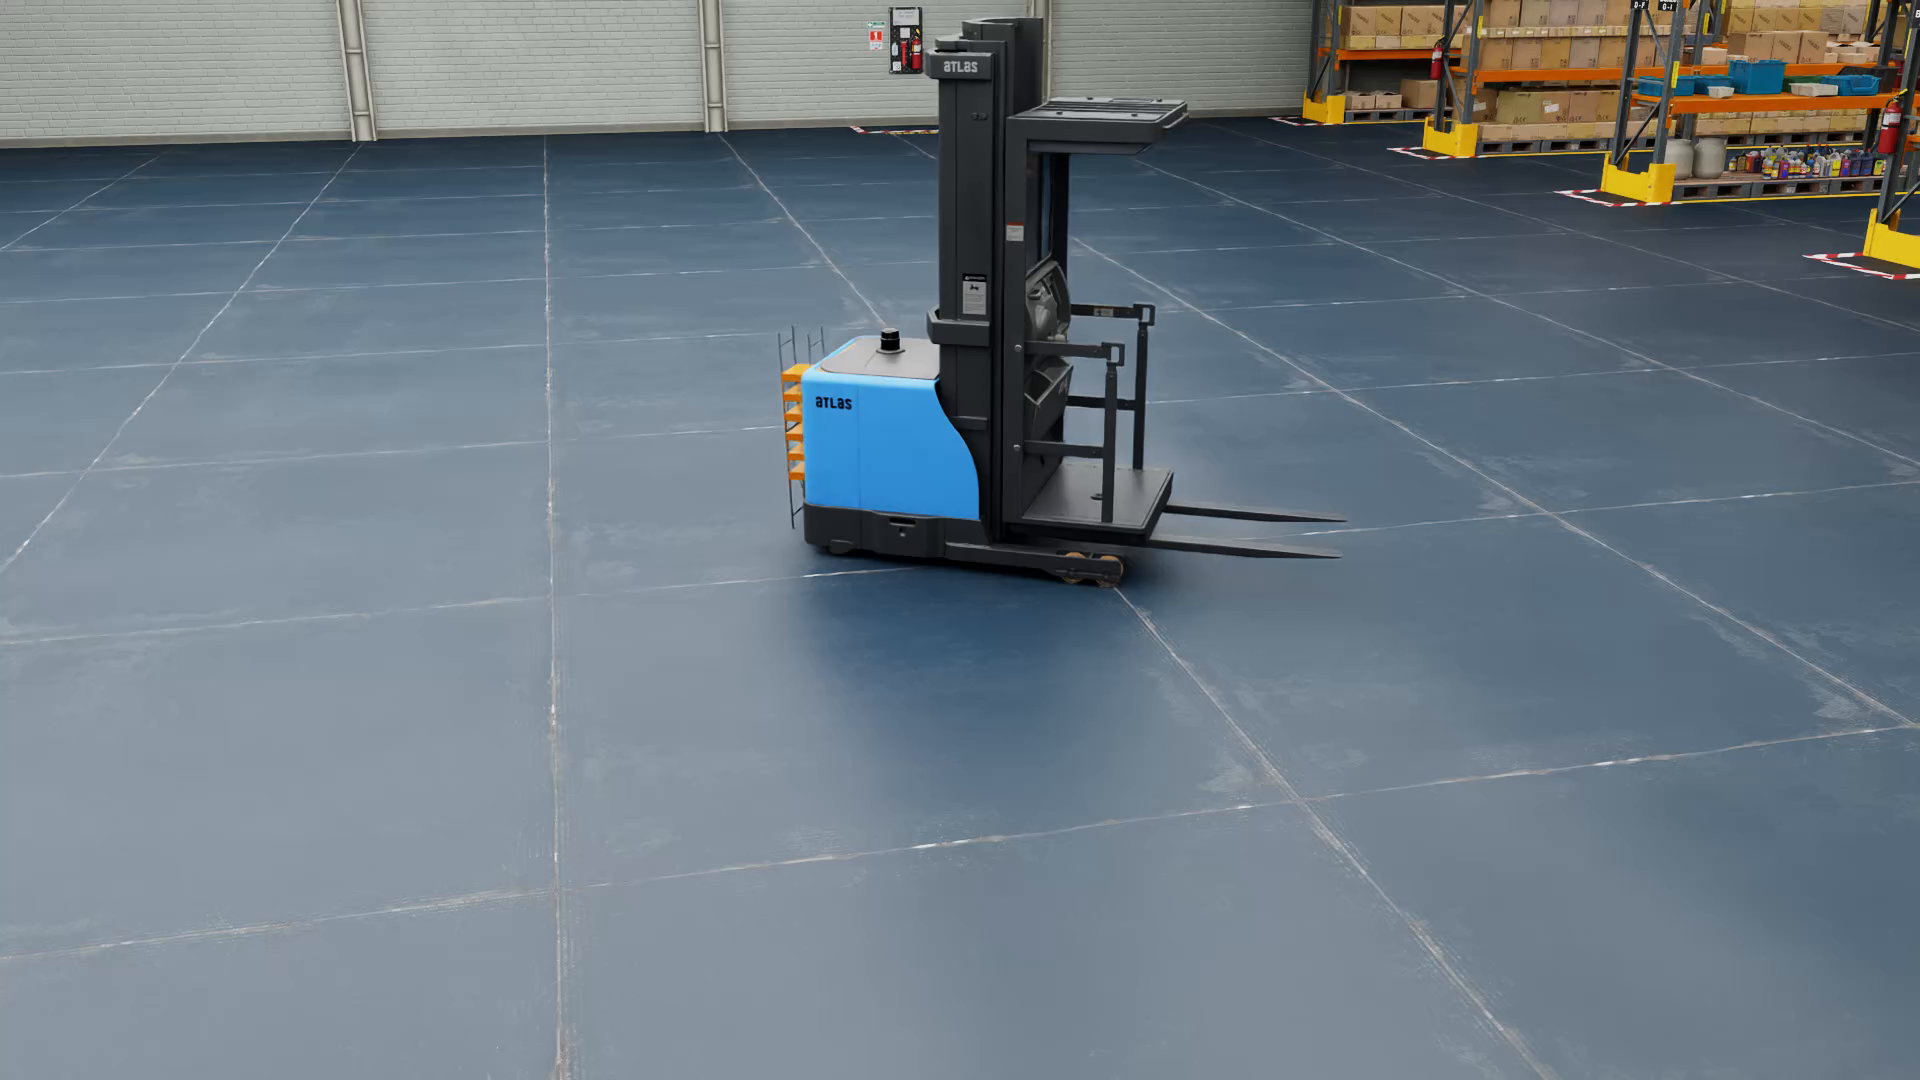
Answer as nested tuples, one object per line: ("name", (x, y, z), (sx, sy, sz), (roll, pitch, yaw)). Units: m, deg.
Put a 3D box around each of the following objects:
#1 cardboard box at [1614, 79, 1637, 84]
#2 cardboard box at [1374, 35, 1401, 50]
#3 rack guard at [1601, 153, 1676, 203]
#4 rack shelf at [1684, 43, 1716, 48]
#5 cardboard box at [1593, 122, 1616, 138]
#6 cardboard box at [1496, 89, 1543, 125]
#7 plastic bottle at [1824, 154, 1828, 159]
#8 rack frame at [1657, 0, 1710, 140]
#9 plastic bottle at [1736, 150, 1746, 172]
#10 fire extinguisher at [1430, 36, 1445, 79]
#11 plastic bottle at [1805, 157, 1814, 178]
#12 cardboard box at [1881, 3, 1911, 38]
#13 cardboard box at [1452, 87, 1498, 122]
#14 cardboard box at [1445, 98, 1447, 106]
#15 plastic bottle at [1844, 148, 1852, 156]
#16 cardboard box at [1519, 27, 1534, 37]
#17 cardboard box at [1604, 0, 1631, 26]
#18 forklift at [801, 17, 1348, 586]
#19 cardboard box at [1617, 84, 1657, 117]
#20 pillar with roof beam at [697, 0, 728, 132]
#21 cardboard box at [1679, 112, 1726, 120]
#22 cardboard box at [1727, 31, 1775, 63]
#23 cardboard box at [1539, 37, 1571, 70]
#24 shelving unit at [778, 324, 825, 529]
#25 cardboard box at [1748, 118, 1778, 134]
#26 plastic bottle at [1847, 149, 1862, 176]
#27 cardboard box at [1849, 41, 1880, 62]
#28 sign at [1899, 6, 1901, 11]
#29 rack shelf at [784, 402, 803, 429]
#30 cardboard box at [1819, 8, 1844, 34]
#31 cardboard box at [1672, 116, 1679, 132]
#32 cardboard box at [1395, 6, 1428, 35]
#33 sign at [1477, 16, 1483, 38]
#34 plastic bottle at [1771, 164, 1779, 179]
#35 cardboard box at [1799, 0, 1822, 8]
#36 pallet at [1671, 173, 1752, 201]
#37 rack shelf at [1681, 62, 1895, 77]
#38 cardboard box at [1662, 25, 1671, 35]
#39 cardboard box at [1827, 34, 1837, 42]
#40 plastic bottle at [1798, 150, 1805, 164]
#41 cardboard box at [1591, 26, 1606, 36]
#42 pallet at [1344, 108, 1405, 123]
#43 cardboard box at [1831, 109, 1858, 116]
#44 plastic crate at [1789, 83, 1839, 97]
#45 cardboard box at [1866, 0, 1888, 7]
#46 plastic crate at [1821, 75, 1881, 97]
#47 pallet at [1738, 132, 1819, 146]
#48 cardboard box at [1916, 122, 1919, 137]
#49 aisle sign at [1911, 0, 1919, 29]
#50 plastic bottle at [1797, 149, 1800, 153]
("cardboard box", (12.902, -8.909, 32.768), (0.500, 0.500, 0.700), (-5, 21, -13))
("cardboard box", (7.860, -9.285, 30.989), (0.500, 0.250, 0.500), (-5, 21, -14))
("rack guard", (9.153, -4.899, 22.463), (0.348, 0.500, 1.175), (-5, 21, -12))
("rack shelf", (12.649, -9.505, 32.447), (4.000, 0.370, 1.077), (-5, 21, -12))
("cardboard box", (10.474, -6.742, 27.245), (0.500, 0.250, 0.500), (-5, 21, -12))
("cardboard box", (9.013, -6.976, 26.795), (0.500, 0.500, 0.500), (-5, 21, -12))
("plastic bottle", (11.873, -5.143, 22.804), (0.133, 0.283, 0.061), (-5, 21, -12))
("rack frame", (11.847, -8.026, 27.365), (0.127, 3.000, 1.000), (-5, 21, -12))
("plastic bottle", (10.886, -5.290, 23.204), (0.133, 0.283, 0.061), (-4, 21, -11))
("fire extinguisher", (7.732, -7.820, 26.913), (0.183, 0.674, 0.296), (-5, 21, -12))
("plastic bottle", (11.554, -5.067, 22.614), (0.097, 0.271, 0.097), (0, 20, 0))
("cardboard box", (19.020, -10.496, 33.670), (0.700, 0.700, 0.980), (-4, 21, -12))
("cardboard box", (8.407, -7.110, 27.160), (0.500, 0.500, 0.500), (-5, 21, -12))
("cardboard box", (9.142, -8.432, 31.978), (0.250, 0.149, 0.380), (-6, 21, -17))
("plastic bottle", (12.572, -5.415, 23.563), (0.097, 0.271, 0.097), (0, 20, 0))
("cardboard box", (8.885, -8.061, 26.372), (0.250, 0.149, 0.380), (-5, 21, -12))
("cardboard box", (10.437, -8.565, 26.805), (0.500, 0.500, 0.700), (-5, 21, -12))
("forklift", (0.675, -1.325, 9.169), (3.031, 2.935, 1.130), (5, 21, 14))
("cardboard box", (11.323, -7.353, 27.823), (0.500, 0.500, 0.500), (-5, 21, -12))
("pillar with roof beam", (-3.395, -10.139, 24.410), (0.400, 9.000, 9.100), (-5, 21, -12))
("cardboard box", (12.306, -7.145, 27.531), (0.500, 0.311, 0.500), (-5, 21, -12))
("cardboard box", (13.110, -8.170, 27.613), (0.500, 0.500, 0.500), (-3, 20, -9))
("cardboard box", (9.406, -7.870, 26.792), (0.500, 0.500, 0.700), (-5, 21, -12))
("shelving unit", (-0.906, -0.663, 9.870), (0.189, 1.200, 0.258), (4, 20, 16))
("cardboard box", (13.297, -6.963, 27.850), (0.500, 0.250, 0.500), (-5, 21, -14))
("plastic bottle", (12.236, -5.168, 22.774), (0.185, 0.351, 0.144), (-6, 21, -15))
("cardboard box", (15.375, -8.287, 28.206), (0.500, 0.311, 0.500), (-3, 20, -9))
("sign", (18.623, -10.643, 32.940), (0.005, 0.325, 0.100), (-5, 21, -12))
("rack shelf", (-0.909, -0.734, 9.844), (0.180, 0.103, 0.258), (4, 20, 16))
("cardboard box", (17.112, -10.312, 32.997), (0.500, 0.500, 0.500), (-5, 21, -12))
("cardboard box", (12.183, -7.062, 28.120), (0.500, 0.250, 0.500), (-5, 21, -13))
("cardboard box", (8.332, -9.670, 30.952), (0.500, 0.500, 0.500), (-5, 21, -14))
("sign", (8.076, -7.967, 25.830), (0.005, 0.325, 0.100), (-5, 21, -12))
("plastic bottle", (11.027, -4.991, 22.508), (0.097, 0.201, 0.097), (0, 20, 0))
("cardboard box", (16.601, -10.625, 32.761), (0.500, 0.250, 0.500), (-5, 21, -14))
("pallet", (9.945, -4.826, 22.683), (1.213, 0.211, 1.003), (-5, 21, -12))
("rack shelf", (13.793, -7.847, 27.921), (4.000, 0.370, 1.077), (-5, 21, -12))
("cardboard box", (11.390, -8.266, 26.930), (0.250, 0.149, 0.380), (-5, 21, -14))
("cardboard box", (17.225, -10.016, 33.133), (0.250, 0.149, 0.380), (-5, 21, -12))
("plastic bottle", (11.784, -5.329, 23.329), (0.097, 0.271, 0.097), (0, 20, 0))
("cardboard box", (10.137, -8.163, 26.648), (0.250, 0.149, 0.380), (-4, 20, -11))
("pallet", (7.683, -8.117, 31.666), (1.213, 0.211, 1.003), (-5, 21, -12))
("cardboard box", (14.782, -7.345, 28.077), (0.500, 0.311, 0.500), (-5, 21, -13))
("plastic crate", (11.461, -6.031, 22.301), (0.437, 0.136, 0.530), (-5, 21, -12))
("cardboard box", (18.093, -10.743, 33.084), (0.500, 0.250, 0.500), (-4, 21, -11))
("plastic crate", (11.968, -6.120, 22.376), (0.616, 0.251, 0.499), (-5, 21, -12))
("pallet", (13.744, -6.886, 28.306), (1.213, 0.211, 1.003), (-5, 21, -12))
("cardboard box", (10.460, -4.367, 17.741), (0.250, 0.149, 0.380), (-5, 21, -12))
("aisle sign", (10.100, -5.710, 17.261), (0.004, 0.787, 0.394), (-5, 21, -12))
("plastic bottle", (11.748, -5.360, 23.396), (0.133, 0.283, 0.061), (-4, 20, -10))
